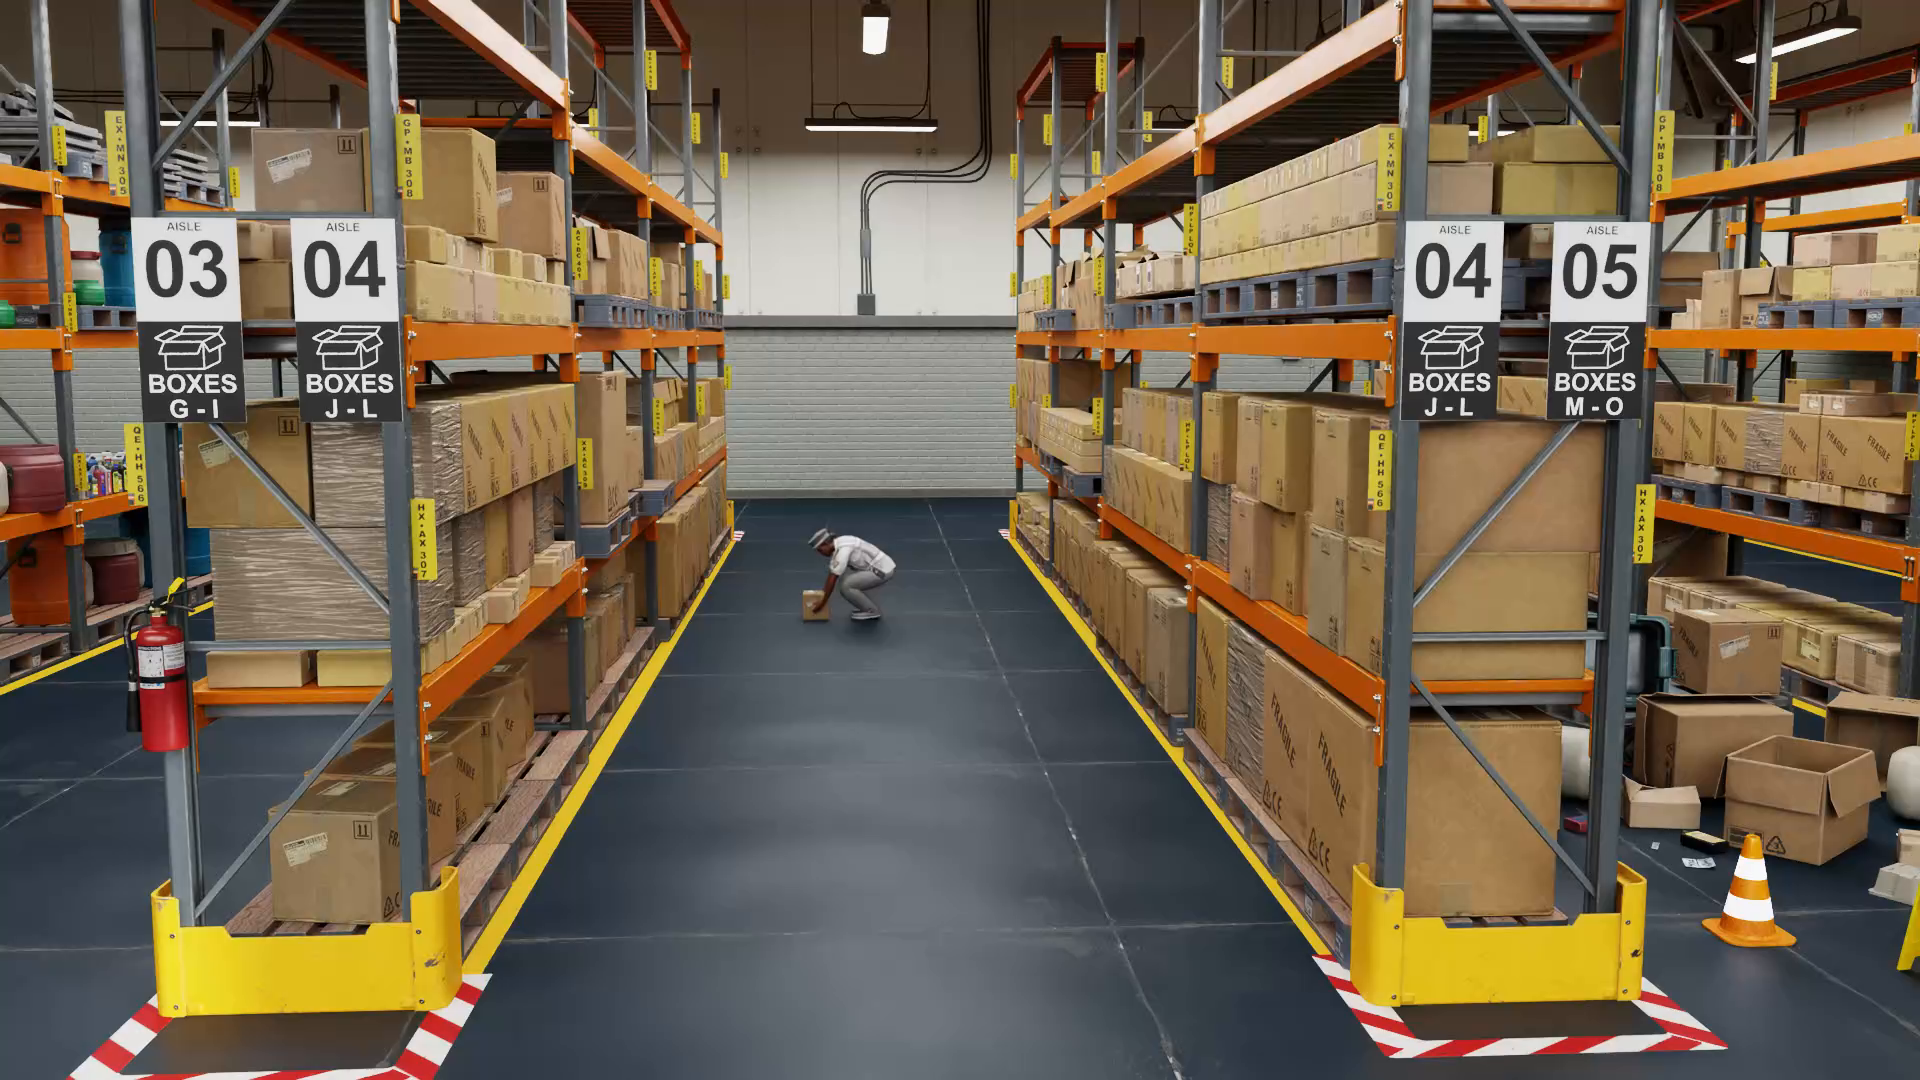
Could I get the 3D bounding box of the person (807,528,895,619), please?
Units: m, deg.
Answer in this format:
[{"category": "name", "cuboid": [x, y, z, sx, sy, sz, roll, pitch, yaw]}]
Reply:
[{"category": "person", "cuboid": [-1.064, 0.321, 16.310, 0.866, 0.899, 0.481, 0, 7, -4]}]
